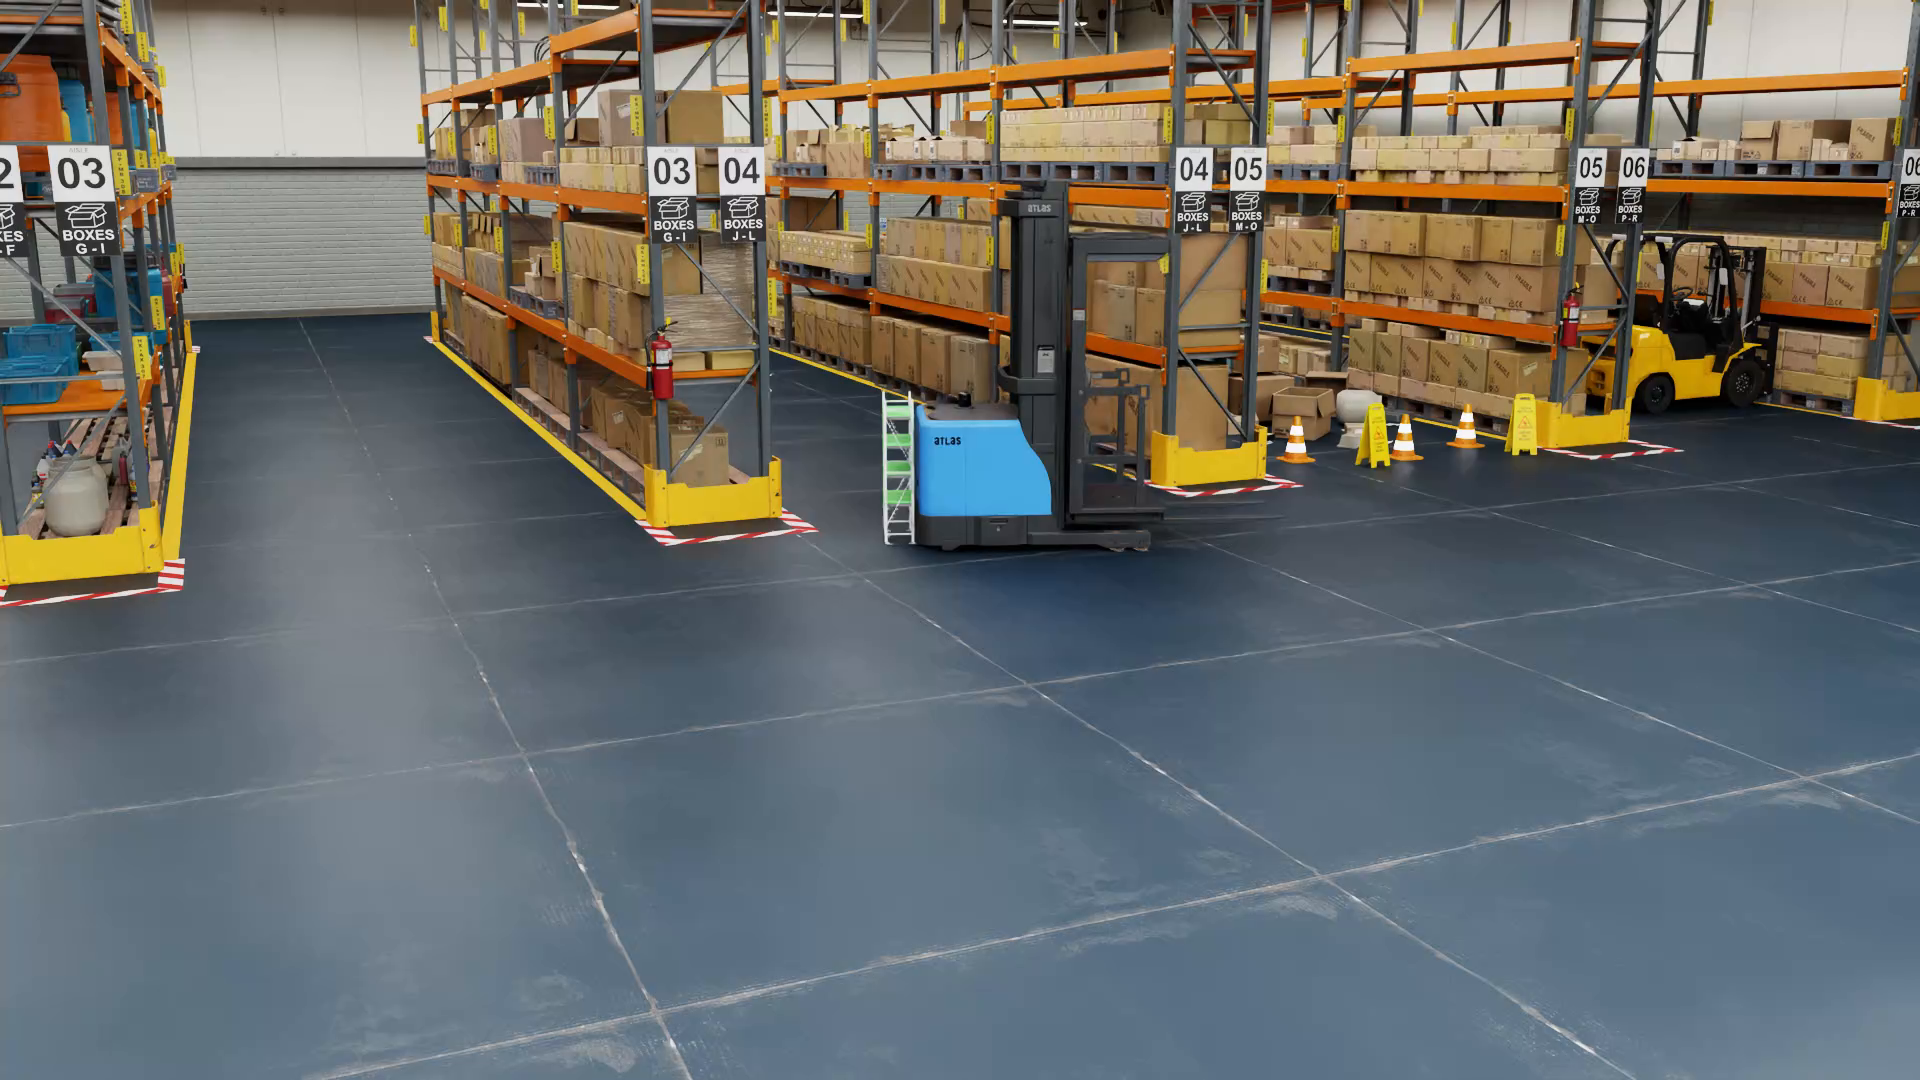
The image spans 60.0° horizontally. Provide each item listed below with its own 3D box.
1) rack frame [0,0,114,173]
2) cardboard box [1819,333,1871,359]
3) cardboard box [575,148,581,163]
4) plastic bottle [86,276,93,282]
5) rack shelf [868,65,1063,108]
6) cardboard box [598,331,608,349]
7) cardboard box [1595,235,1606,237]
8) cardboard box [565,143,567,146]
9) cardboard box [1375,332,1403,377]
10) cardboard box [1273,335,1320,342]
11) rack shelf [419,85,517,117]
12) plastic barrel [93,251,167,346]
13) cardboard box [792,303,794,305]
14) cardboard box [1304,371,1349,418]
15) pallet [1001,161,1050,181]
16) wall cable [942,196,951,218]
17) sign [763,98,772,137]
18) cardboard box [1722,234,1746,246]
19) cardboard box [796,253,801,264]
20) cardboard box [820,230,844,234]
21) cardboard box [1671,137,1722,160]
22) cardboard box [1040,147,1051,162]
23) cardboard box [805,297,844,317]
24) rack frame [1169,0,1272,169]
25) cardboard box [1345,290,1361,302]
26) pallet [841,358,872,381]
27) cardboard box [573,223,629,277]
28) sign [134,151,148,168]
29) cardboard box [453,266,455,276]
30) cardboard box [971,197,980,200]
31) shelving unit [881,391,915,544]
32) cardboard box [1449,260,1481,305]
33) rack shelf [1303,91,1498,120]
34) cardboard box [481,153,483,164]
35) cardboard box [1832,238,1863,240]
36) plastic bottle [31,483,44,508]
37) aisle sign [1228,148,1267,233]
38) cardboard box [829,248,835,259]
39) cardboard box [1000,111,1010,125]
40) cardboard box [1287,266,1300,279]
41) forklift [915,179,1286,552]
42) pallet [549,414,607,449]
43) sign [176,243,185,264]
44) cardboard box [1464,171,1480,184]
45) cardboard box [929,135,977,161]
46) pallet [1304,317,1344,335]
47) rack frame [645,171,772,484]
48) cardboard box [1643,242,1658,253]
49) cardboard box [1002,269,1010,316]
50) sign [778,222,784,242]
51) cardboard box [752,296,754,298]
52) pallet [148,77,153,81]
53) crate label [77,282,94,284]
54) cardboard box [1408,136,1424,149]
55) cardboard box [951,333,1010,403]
[{"bbox_3d":[-6.676,-4.113,11.684,1.000,3.000,0.127,-6,14,-23],"label":"rack frame"},{"bbox_3d":[11.019,-2.401,20.541,0.500,0.250,0.500,-5,14,-21],"label":"cardboard box"},{"bbox_3d":[-3.633,-3.845,16.625,0.380,0.149,0.250,-6,14,-23],"label":"cardboard box"},{"bbox_3d":[-10.917,-3.137,20.881,0.144,0.351,0.185,-6,14,-23],"label":"plastic bottle"},{"bbox_3d":[0.044,-5.682,20.945,1.077,0.370,4.000,-6,14,-23],"label":"rack shelf"},{"bbox_3d":[-3.316,-1.962,16.250,0.380,0.149,0.250,-6,14,-23],"label":"cardboard box"},{"bbox_3d":[9.586,-4.482,24.921,0.380,0.149,0.250,-6,14,-23],"label":"cardboard box"},{"bbox_3d":[-4.208,-4.250,18.294,0.396,0.266,0.258,-5,14,-21],"label":"cardboard box"},{"bbox_3d":[5.554,-2.334,20.805,0.500,0.500,0.500,-5,14,-21],"label":"cardboard box"},{"bbox_3d":[4.557,-2.684,23.709,0.950,0.372,0.625,-5,14,-21],"label":"cardboard box"},{"bbox_3d":[-7.746,-6.908,26.241,1.077,0.370,4.000,-6,14,-23],"label":"rack shelf"},{"bbox_3d":[-8.155,-2.368,16.338,0.600,0.901,0.708,-6,14,-23],"label":"plastic barrel"},{"bbox_3d":[-2.663,-3.961,28.405,0.380,0.149,0.250,-5,14,-22],"label":"cardboard box"},{"bbox_3d":[4.523,-1.798,20.526,0.500,0.500,0.500,4,14,16],"label":"cardboard box"},{"bbox_3d":[1.163,-4.139,18.647,1.003,0.211,1.213,-6,14,-23],"label":"pallet"},{"bbox_3d":[-0.452,-7.627,37.918,0.588,1.984,0.122,-6,14,-23],"label":"wall cable"},{"bbox_3d":[-1.641,-3.574,14.069,0.100,0.325,0.005,-6,14,-23],"label":"sign"},{"bbox_3d":[10.331,-3.966,22.035,0.380,0.149,0.250,-6,14,-23],"label":"cardboard box"},{"bbox_3d":[-2.310,-4.343,25.607,0.380,0.149,0.250,-5,14,-22],"label":"cardboard box"},{"bbox_3d":[-2.020,-4.851,26.483,0.380,0.149,0.250,-5,14,-20],"label":"cardboard box"},{"bbox_3d":[9.997,-5.286,22.448,0.500,0.311,0.500,-5,14,-22],"label":"cardboard box"},{"bbox_3d":[1.089,-4.168,17.976,0.380,0.149,0.250,-6,14,-24],"label":"cardboard box"},{"bbox_3d":[-2.090,-3.610,25.764,0.500,0.250,0.500,-5,14,-21],"label":"cardboard box"},{"bbox_3d":[2.448,-4.988,15.463,1.000,3.000,0.127,-6,14,-23],"label":"rack frame"},{"bbox_3d":[5.173,-3.143,21.354,0.380,0.149,0.250,-6,14,-23],"label":"cardboard box"},{"bbox_3d":[-1.069,-2.521,24.293,1.003,0.211,1.213,-6,14,-23],"label":"pallet"},{"bbox_3d":[-3.591,-2.926,16.760,0.500,0.500,0.500,-6,14,-23],"label":"cardboard box"},{"bbox_3d":[-7.770,-3.530,15.797,0.100,0.325,0.005,-6,14,-23],"label":"sign"},{"bbox_3d":[-7.676,-4.187,25.867,0.380,0.149,0.250,-5,14,-22],"label":"cardboard box"},{"bbox_3d":[0.422,-6.592,31.822,0.380,0.149,0.250,-5,14,-22],"label":"cardboard box"},{"bbox_3d":[-0.515,-0.606,13.829,0.258,1.200,0.503,-1,13,-4],"label":"shelving unit"},{"bbox_3d":[6.079,-3.021,19.390,0.500,0.500,0.500,-6,14,-23],"label":"cardboard box"},{"bbox_3d":[7.483,-7.425,28.478,1.077,0.370,4.000,-6,14,-23],"label":"rack shelf"},{"bbox_3d":[-6.486,-5.339,23.261,0.380,0.149,0.250,-6,14,-25],"label":"cardboard box"},{"bbox_3d":[11.272,-3.743,21.071,0.380,0.149,0.250,-6,14,-23],"label":"cardboard box"},{"bbox_3d":[-7.813,-0.381,14.095,0.097,0.201,0.097,0,13,0],"label":"plastic bottle"},{"bbox_3d":[2.751,-3.344,15.900,0.394,0.787,0.004,-6,14,-23],"label":"aisle sign"},{"bbox_3d":[-1.688,-4.167,24.186,0.380,0.149,0.250,-6,14,-23],"label":"cardboard box"},{"bbox_3d":[0.679,-4.766,18.794,0.380,0.149,0.250,-5,14,-22],"label":"cardboard box"},{"bbox_3d":[4.656,-3.629,22.523,0.380,0.149,0.250,-6,14,-24],"label":"cardboard box"},{"bbox_3d":[1.151,-1.451,13.639,3.031,2.935,1.130,-1,13,-4],"label":"forklift"},{"bbox_3d":[-4.053,-1.266,18.873,1.003,0.211,1.213,-6,14,-23],"label":"pallet"},{"bbox_3d":[-12.588,-4.629,26.854,0.100,0.325,0.005,-6,14,-23],"label":"sign"},{"bbox_3d":[6.056,-4.187,19.215,0.380,0.149,0.250,-6,14,-25],"label":"cardboard box"},{"bbox_3d":[-0.059,-4.905,20.802,0.500,0.311,0.500,-6,14,-25],"label":"cardboard box"},{"bbox_3d":[7.043,-3.938,30.417,1.003,0.211,1.213,-6,14,-23],"label":"pallet"},{"bbox_3d":[-2.138,-1.638,14.294,1.000,3.000,0.127,-6,14,-23],"label":"rack frame"},{"bbox_3d":[9.773,-4.084,23.201,0.380,0.149,0.250,-6,14,-24],"label":"cardboard box"},{"bbox_3d":[1.004,-2.889,19.368,0.875,0.550,0.550,-6,14,-23],"label":"cardboard box"},{"bbox_3d":[-2.854,-4.915,26.535,0.100,0.325,0.005,-6,14,-23],"label":"sign"},{"bbox_3d":[-3.842,-4.291,29.830,0.380,0.149,0.250,-5,14,-22],"label":"cardboard box"},{"bbox_3d":[-11.123,-6.137,21.736,1.003,0.211,1.213,-6,14,-23],"label":"pallet"},{"bbox_3d":[-9.730,-2.631,18.506,0.502,0.435,0.616,-6,14,-23],"label":"crate label"},{"bbox_3d":[5.622,-4.782,20.017,0.380,0.149,0.250,-6,14,-25],"label":"cardboard box"},{"bbox_3d":[0.514,-2.120,20.435,1.050,0.750,0.750,-6,14,-23],"label":"cardboard box"}]
